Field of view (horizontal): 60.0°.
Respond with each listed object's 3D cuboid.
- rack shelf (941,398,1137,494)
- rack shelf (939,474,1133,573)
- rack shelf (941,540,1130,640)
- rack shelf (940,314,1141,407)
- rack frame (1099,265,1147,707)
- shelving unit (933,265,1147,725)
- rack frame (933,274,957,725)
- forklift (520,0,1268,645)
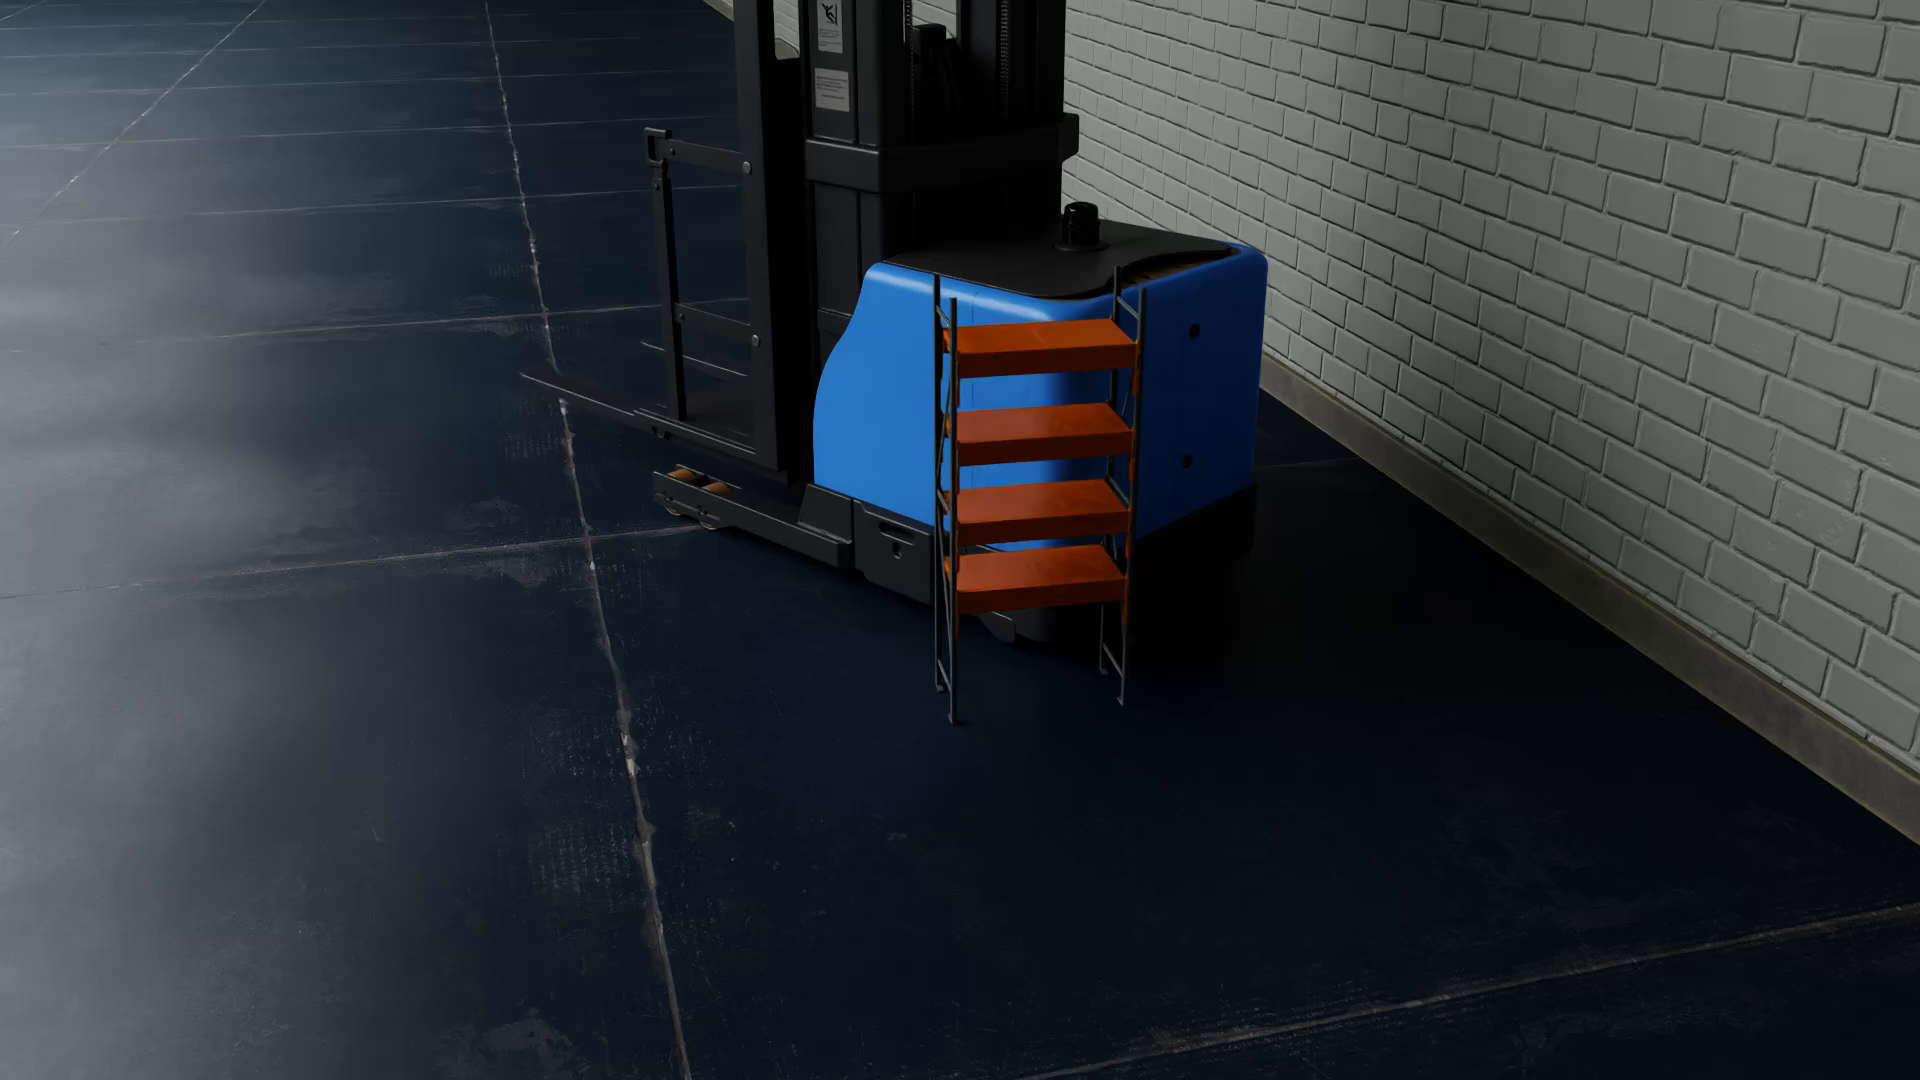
[{"bbox_3d":[0.200,-0.253,4.420,0.480,0.148,0.258,-5,24,-11],"label":"rack shelf"},{"bbox_3d":[0.200,-0.048,4.509,0.480,0.148,0.258,-5,24,-11],"label":"rack shelf"},{"bbox_3d":[0.200,0.134,4.588,0.480,0.148,0.258,-5,24,-11],"label":"rack shelf"},{"bbox_3d":[0.201,-0.470,4.326,0.480,0.148,0.258,-5,24,-11],"label":"rack shelf"},{"bbox_3d":[0.439,-0.129,4.527,0.015,1.200,0.240,-5,24,-11],"label":"rack frame"},{"bbox_3d":[0.200,-0.110,4.482,0.503,1.200,0.258,-5,24,-11],"label":"shelving unit"},{"bbox_3d":[-0.039,-0.090,4.437,0.015,1.200,0.240,-5,24,-11],"label":"rack frame"},{"bbox_3d":[-0.457,-1.514,5.561,3.031,2.935,1.130,20,30,39],"label":"forklift"}]
